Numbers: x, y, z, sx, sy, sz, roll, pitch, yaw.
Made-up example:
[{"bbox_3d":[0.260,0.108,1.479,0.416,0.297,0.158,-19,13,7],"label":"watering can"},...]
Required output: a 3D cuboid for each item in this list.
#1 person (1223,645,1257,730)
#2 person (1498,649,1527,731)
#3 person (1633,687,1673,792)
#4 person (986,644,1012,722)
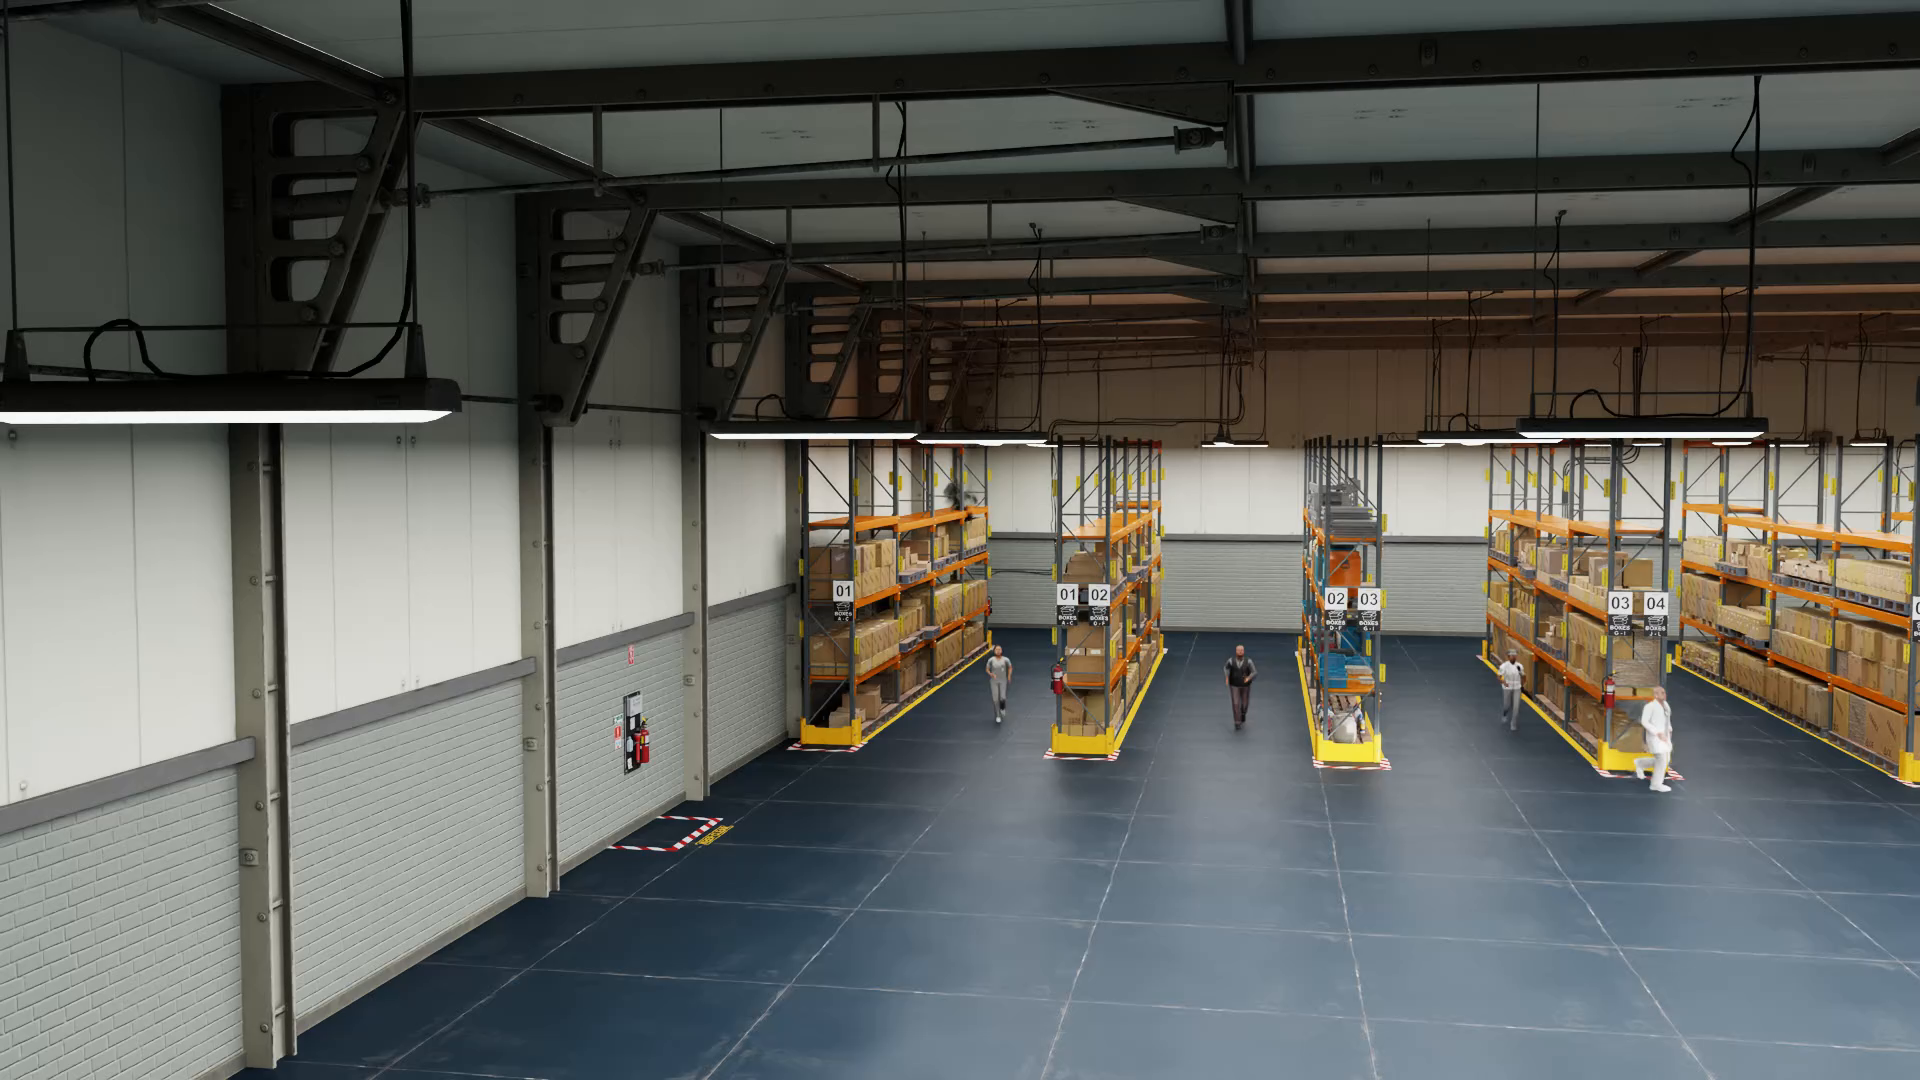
[{"bbox_3d":[5.745,3.012,34.170,0.684,1.699,0.908,0,3,9],"label":"person"},{"bbox_3d":[11.329,3.049,34.105,0.577,1.652,0.635,0,3,8],"label":"person"},{"bbox_3d":[11.730,3.338,28.034,0.723,1.756,0.652,-2,4,-35],"label":"person"},{"bbox_3d":[0.825,3.015,35.007,0.558,1.631,0.555,0,3,1],"label":"person"}]
